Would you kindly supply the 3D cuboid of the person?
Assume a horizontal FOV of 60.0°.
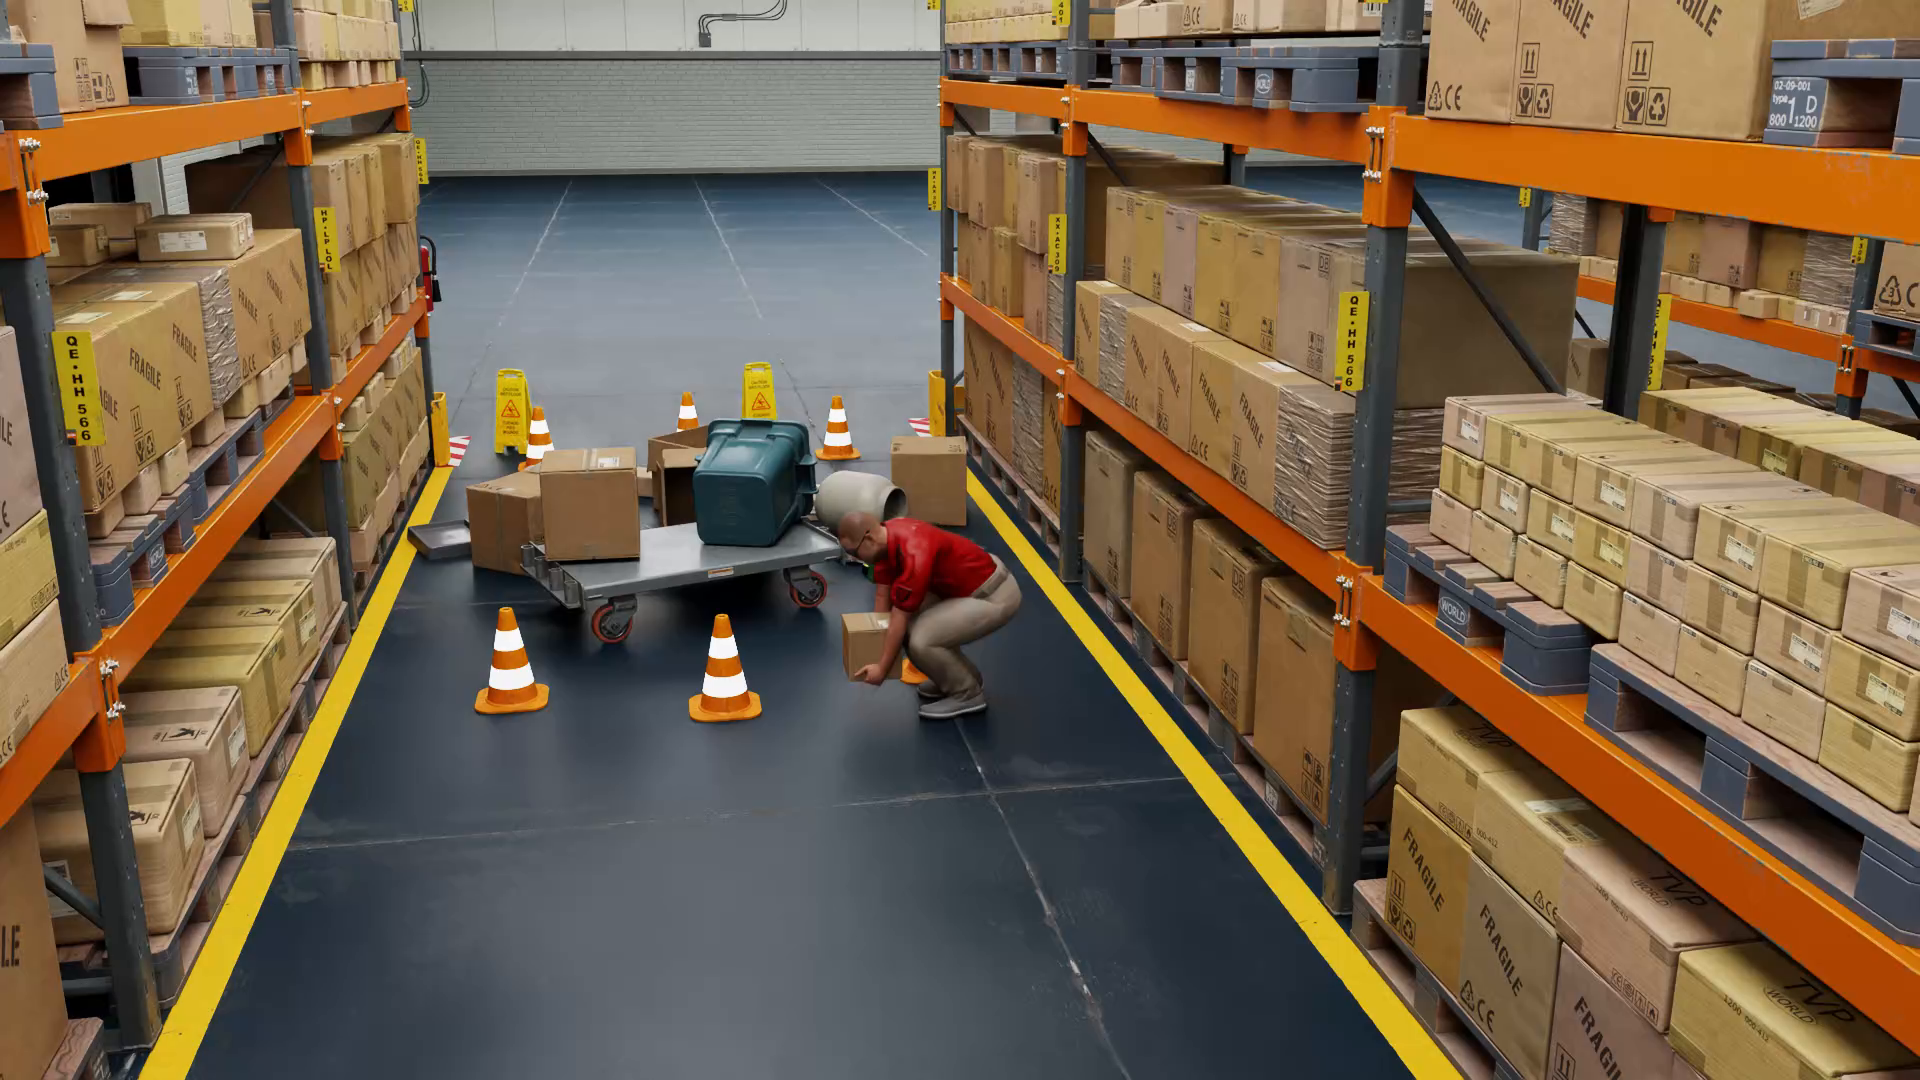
[{"bbox_3d":[-0.143,0.318,7.788,0.865,1.005,0.538,-4,17,-12],"label":"person"}]
